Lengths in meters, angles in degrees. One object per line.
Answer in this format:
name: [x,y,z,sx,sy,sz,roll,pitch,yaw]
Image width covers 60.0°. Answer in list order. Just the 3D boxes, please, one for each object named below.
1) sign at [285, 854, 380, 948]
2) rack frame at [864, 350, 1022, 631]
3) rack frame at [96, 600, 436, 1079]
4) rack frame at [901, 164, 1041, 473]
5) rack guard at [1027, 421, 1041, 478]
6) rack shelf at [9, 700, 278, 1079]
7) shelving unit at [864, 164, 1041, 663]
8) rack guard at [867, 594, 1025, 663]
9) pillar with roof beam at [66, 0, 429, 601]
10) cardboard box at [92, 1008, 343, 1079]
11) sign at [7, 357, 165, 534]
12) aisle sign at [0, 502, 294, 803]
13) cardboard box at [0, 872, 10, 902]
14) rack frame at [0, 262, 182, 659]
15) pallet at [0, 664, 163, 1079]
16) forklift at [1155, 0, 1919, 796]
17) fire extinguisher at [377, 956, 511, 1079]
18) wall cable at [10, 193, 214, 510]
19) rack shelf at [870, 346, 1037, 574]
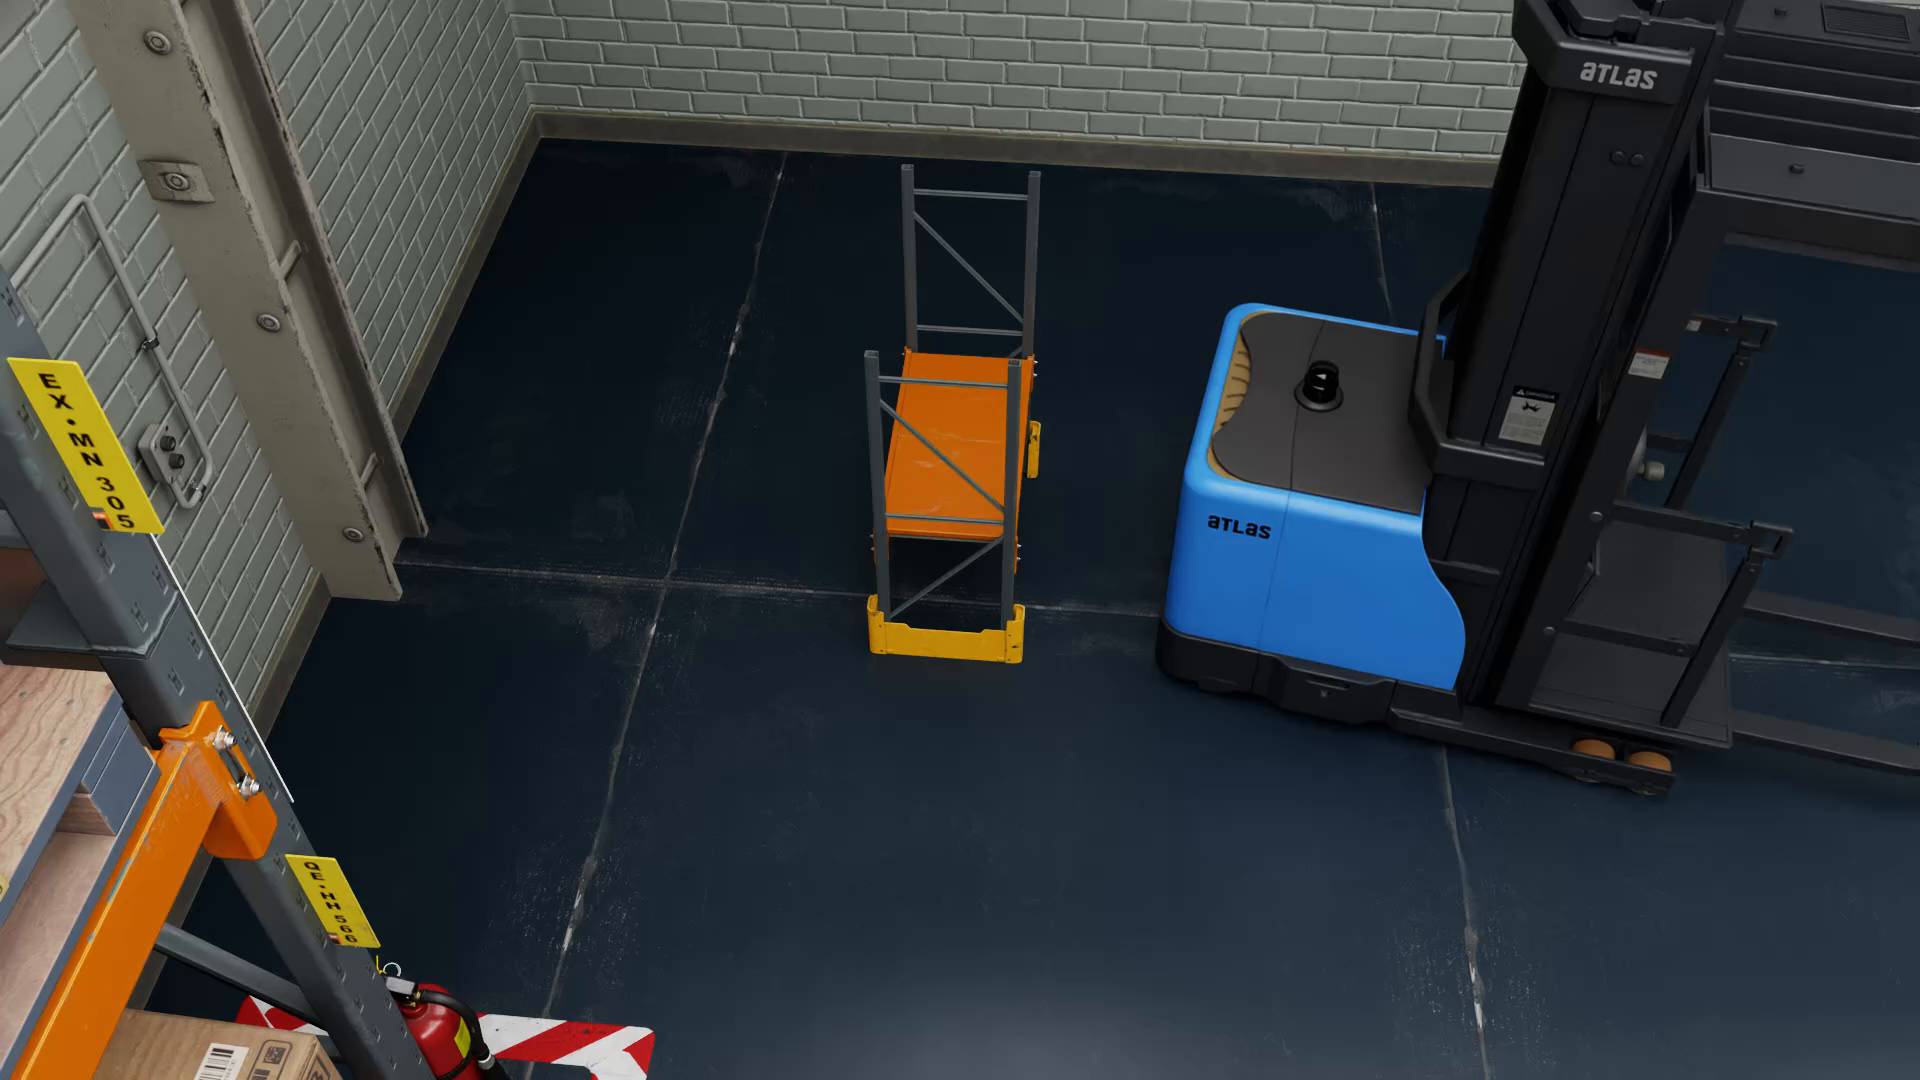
sign: [-1.194,0.691,3.166,0.100,0.325,0.005,4,48,4]
rack frame: [-0.054,-0.070,5.824,0.500,1.500,0.032,4,48,4]
rack frame: [-1.733,1.115,3.724,1.000,3.000,0.127,4,48,4]
rack frame: [0.039,-0.817,6.507,0.500,1.500,0.032,4,48,4]
rack guard: [0.038,-0.394,6.967,0.587,0.250,0.087,4,48,4]
rack shelf: [-1.916,1.815,1.538,1.077,0.370,4.000,4,48,4]
shelving unit: [-0.007,-0.450,6.171,0.587,1.500,1.083,4,48,4]
rack guard: [-0.052,0.338,6.298,0.587,0.250,0.087,4,48,4]
pillar with roof beam: [1.939,-2.663,3.113,9.100,9.000,0.400,4,48,4]
cardboard box: [-1.770,1.389,3.269,0.980,0.700,0.700,6,48,5]
sign: [-1.194,-0.123,2.276,0.100,0.325,0.005,4,48,4]
aisle sign: [-1.428,0.205,2.794,0.394,0.787,0.004,4,48,4]
cardboard box: [-1.536,0.534,1.972,0.500,0.250,0.500,5,48,5]
rack frame: [-1.733,-0.910,1.510,1.000,3.000,0.127,4,48,4]
pallet: [-1.790,0.678,2.150,1.003,0.211,1.213,4,48,4]
forklift: [2.311,-0.519,5.264,3.031,2.935,1.130,12,49,11]
fire extinguisher: [-1.260,1.187,3.963,0.296,0.674,0.183,4,48,4]
wall cable: [-2.559,-0.233,4.267,0.084,1.984,1.851,4,48,4]
rack shelf: [-0.008,-0.322,6.298,0.538,0.185,1.000,4,48,4]
